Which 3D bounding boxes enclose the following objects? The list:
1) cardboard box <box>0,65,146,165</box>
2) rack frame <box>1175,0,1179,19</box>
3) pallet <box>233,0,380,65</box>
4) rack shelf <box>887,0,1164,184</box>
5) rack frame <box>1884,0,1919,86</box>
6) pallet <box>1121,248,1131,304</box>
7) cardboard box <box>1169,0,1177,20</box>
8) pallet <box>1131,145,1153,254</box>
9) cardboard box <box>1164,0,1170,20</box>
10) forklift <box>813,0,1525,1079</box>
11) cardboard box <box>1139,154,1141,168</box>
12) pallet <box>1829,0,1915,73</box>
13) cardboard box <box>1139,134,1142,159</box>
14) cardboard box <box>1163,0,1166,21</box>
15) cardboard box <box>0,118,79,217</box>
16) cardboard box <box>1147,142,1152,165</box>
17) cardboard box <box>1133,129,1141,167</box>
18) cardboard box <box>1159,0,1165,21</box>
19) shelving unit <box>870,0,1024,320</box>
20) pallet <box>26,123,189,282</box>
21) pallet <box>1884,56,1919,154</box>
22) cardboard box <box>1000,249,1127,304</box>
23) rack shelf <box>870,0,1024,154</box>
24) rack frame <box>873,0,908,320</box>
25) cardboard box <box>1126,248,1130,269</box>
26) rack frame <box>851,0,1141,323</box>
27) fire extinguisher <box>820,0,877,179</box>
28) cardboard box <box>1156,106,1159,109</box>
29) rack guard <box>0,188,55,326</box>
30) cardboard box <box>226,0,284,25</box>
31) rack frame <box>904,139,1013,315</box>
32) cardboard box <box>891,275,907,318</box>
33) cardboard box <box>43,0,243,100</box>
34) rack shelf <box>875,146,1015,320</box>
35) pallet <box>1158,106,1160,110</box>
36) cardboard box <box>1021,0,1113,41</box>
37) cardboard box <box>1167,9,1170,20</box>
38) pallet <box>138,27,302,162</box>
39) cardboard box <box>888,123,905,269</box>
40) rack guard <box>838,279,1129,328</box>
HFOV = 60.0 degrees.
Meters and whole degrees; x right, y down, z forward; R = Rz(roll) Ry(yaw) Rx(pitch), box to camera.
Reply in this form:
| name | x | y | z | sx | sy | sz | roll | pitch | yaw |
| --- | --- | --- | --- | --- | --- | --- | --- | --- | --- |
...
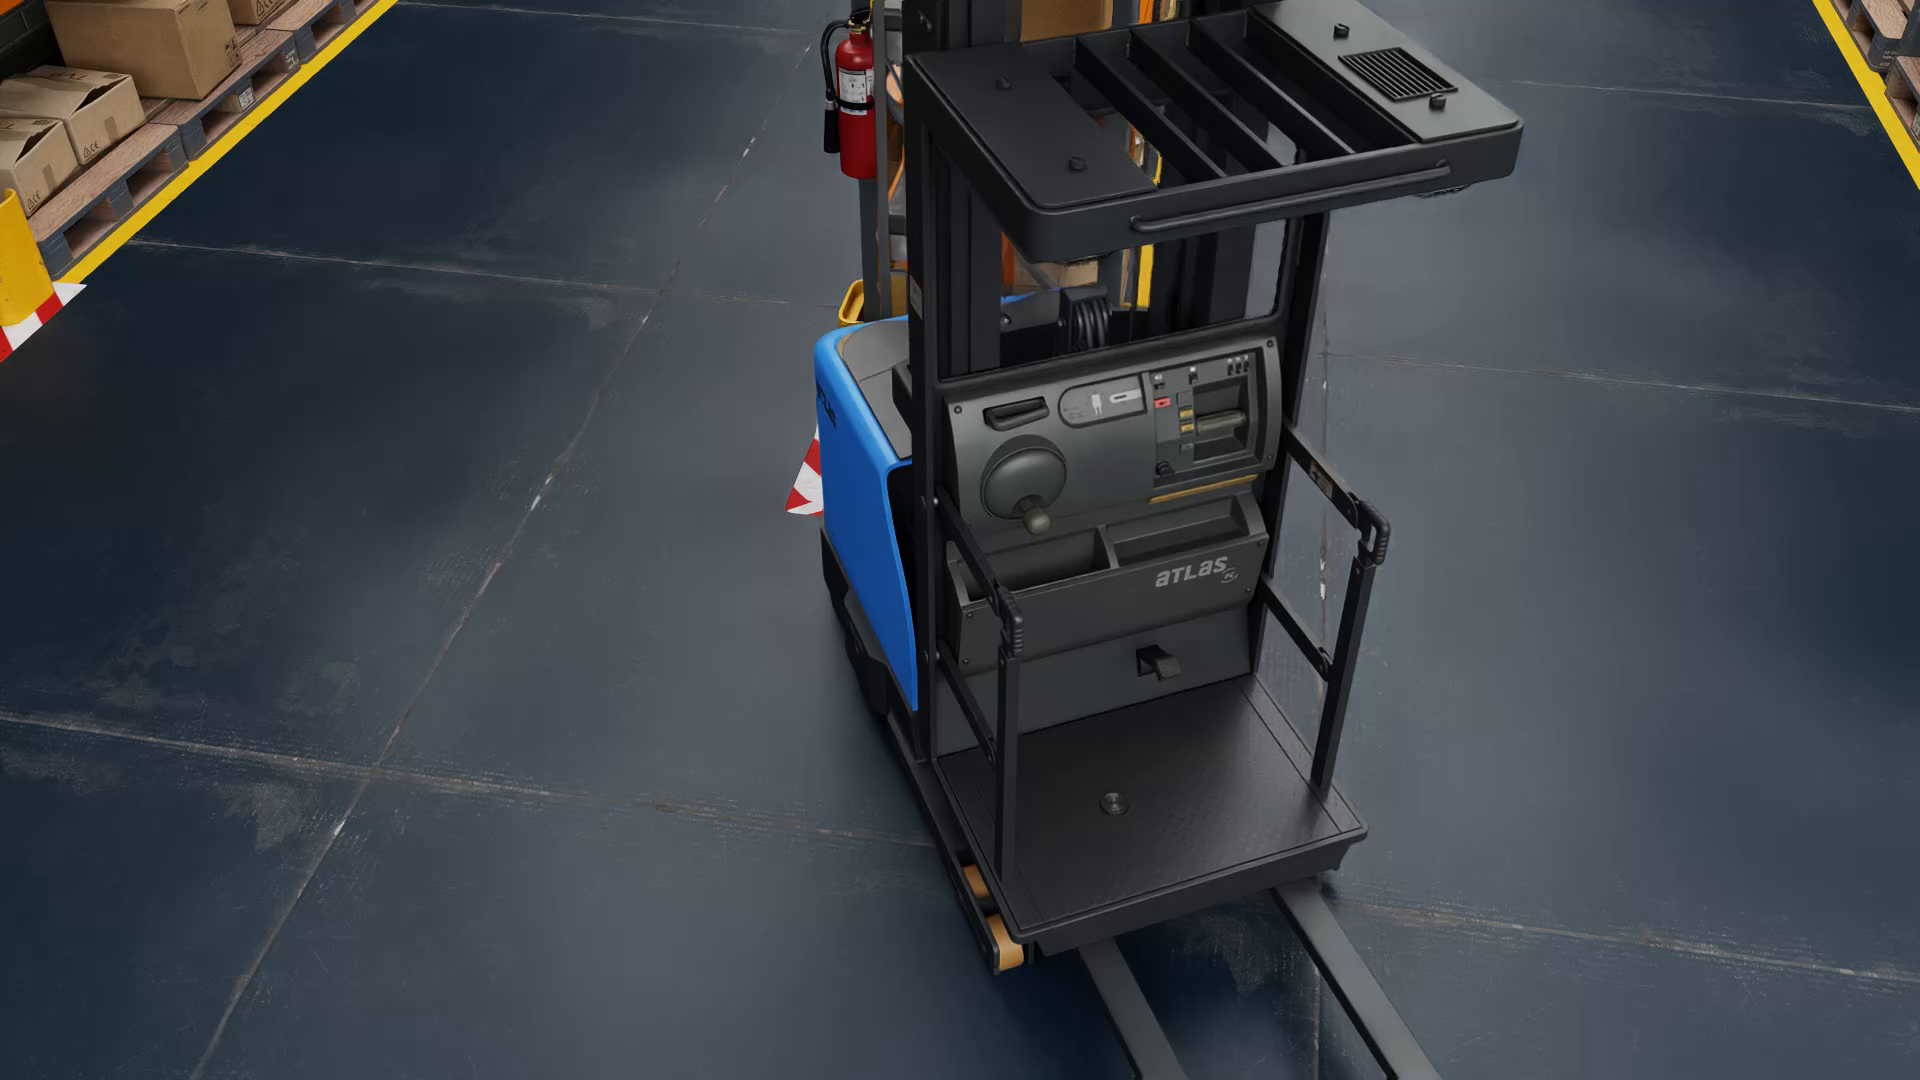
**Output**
| name | x | y | z | sx | sy | sz | roll | pitch | yaw |
| --- | --- | --- | --- | --- | --- | --- | --- | --- | --- |
| cardboard box | -4.451 | -2.142 | 8.251 | 0.500 | 0.311 | 0.500 | 10 | 41 | 11 |
| rack frame | 0.814 | -4.193 | 8.967 | 1.000 | 3.000 | 0.127 | 6 | 40 | 8 |
| pallet | -4.147 | -3.237 | 9.999 | 1.003 | 0.211 | 1.213 | 6 | 40 | 8 |
| rack shelf | 0.468 | -2.660 | 7.678 | 1.077 | 0.370 | 4.000 | 6 | 40 | 8 |
| rack frame | 5.692 | -3.644 | 8.304 | 1.000 | 3.000 | 0.127 | 6 | 40 | 8 |
| pallet | 0.213 | -1.092 | 7.405 | 1.003 | 0.211 | 1.213 | 6 | 40 | 8 |
| cardboard box | 0.949 | -2.980 | 9.328 | 0.500 | 0.250 | 0.500 | 6 | 40 | 8 |
| pallet | 0.426 | -1.856 | 8.329 | 1.003 | 0.211 | 1.213 | 6 | 40 | 8 |
| cardboard box | 0.851 | -2.956 | 8.711 | 0.500 | 0.500 | 0.500 | 6 | 40 | 8 |
| forklift | 0.492 | -0.201 | 4.193 | 1.130 | 2.935 | 3.031 | -13 | 41 | -15 |
| cardboard box | 0.603 | -1.724 | 7.810 | 0.500 | 0.250 | 0.500 | 6 | 40 | 8 |
| pallet | 5.790 | -3.067 | 9.793 | 1.003 | 0.211 | 1.213 | 6 | 40 | 8 |
| cardboard box | 0.592 | -2.015 | 7.573 | 0.500 | 0.500 | 0.500 | 6 | 40 | 8 |
| cardboard box | 0.768 | -2.642 | 8.331 | 0.500 | 0.500 | 0.500 | 6 | 40 | 8 |
| cardboard box | -4.550 | -1.784 | 7.818 | 0.500 | 0.311 | 0.500 | 2 | 40 | 3 |
| cardboard box | 0.695 | -2.038 | 8.189 | 0.500 | 0.250 | 0.500 | 6 | 40 | 8 |
| cardboard box | 0.518 | -1.700 | 7.191 | 0.500 | 0.500 | 0.500 | 6 | 40 | 8 |
| cardboard box | 0.696 | -2.327 | 7.950 | 0.500 | 0.500 | 0.500 | 6 | 40 | 8 |
| shelving unit | -0.038 | -1.043 | 5.848 | 0.431 | 2.100 | 0.503 | 6 | 38 | 7 |
| pallet | -4.569 | -1.705 | 8.147 | 1.003 | 0.211 | 1.213 | 6 | 40 | 8 |
| pallet | 5.535 | -2.153 | 8.688 | 1.003 | 0.211 | 1.213 | 6 | 40 | 8 |
| cardboard box | 0.434 | -1.097 | 7.051 | 0.500 | 0.250 | 0.500 | 6 | 40 | 8 |
| rack shelf | -0.034 | -1.588 | 5.432 | 0.431 | 0.518 | 0.480 | 6 | 38 | 7 |
| rack frame | -0.075 | -0.896 | 5.657 | 0.400 | 2.100 | 0.015 | 6 | 38 | 7 |
| cardboard box | 0.517 | -1.411 | 7.431 | 0.500 | 0.250 | 0.500 | 6 | 40 | 8 |
| rack frame | 0.122 | -1.682 | 5.931 | 1.000 | 3.000 | 0.127 | 6 | 40 | 8 |
| fire extinguisher | -0.356 | -1.630 | 5.928 | 0.296 | 0.674 | 0.183 | 6 | 40 | 8 |
| cardboard box | 0.781 | -2.352 | 8.569 | 0.500 | 0.250 | 0.500 | 6 | 40 | 8 |
| rack guard | -4.745 | -1.311 | 7.443 | 1.175 | 0.500 | 0.348 | 6 | 40 | 8 |
| cardboard box | -4.206 | -3.287 | 9.488 | 0.500 | 0.500 | 0.500 | 4 | 40 | 4 |
| rack frame | 0.000 | -1.189 | 6.040 | 0.400 | 2.100 | 0.015 | 6 | 38 | 7 |
| cardboard box | -0.076 | -1.154 | 7.120 | 0.500 | 0.250 | 0.500 | 6 | 40 | 8 |
| cardboard box | -4.275 | -2.669 | 8.741 | 0.700 | 0.500 | 0.500 | 4 | 40 | 5 |
| rack shelf | -0.038 | -1.032 | 5.857 | 0.431 | 0.518 | 0.480 | 6 | 38 | 7 |
| pallet | 0.635 | -2.624 | 9.258 | 1.003 | 0.211 | 1.213 | 6 | 40 | 8 |
| cardboard box | 0.215 | -2.012 | 6.252 | 0.700 | 0.500 | 0.500 | 6 | 40 | 8 |
| cardboard box | 0.853 | -2.667 | 8.950 | 0.500 | 0.250 | 0.500 | 6 | 40 | 8 |
| pallet | -4.356 | -2.469 | 9.070 | 1.003 | 0.211 | 1.213 | 6 | 40 | 8 |
| cardboard box | -0.079 | -1.443 | 6.881 | 0.500 | 0.500 | 0.500 | 6 | 40 | 8 |
| rack guard | 0.118 | -0.704 | 6.709 | 1.175 | 0.500 | 0.348 | 6 | 40 | 8 |
